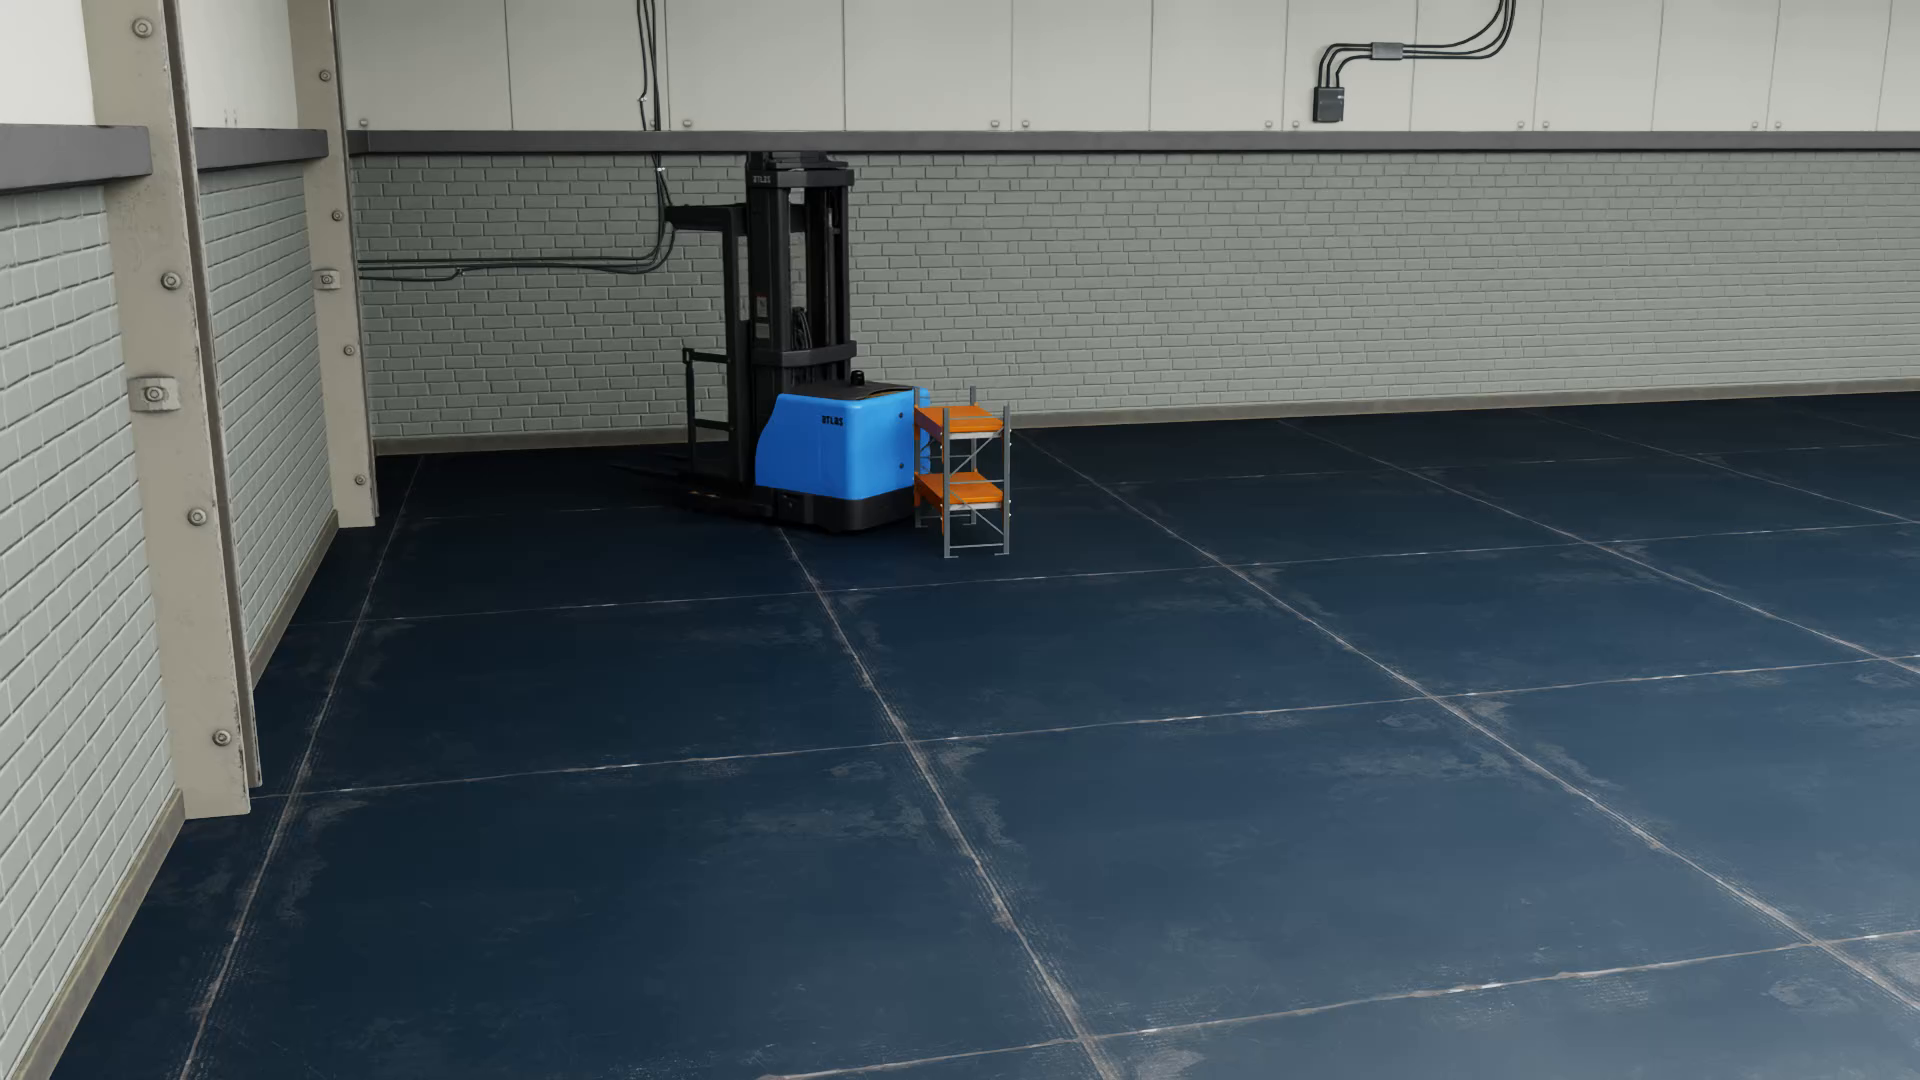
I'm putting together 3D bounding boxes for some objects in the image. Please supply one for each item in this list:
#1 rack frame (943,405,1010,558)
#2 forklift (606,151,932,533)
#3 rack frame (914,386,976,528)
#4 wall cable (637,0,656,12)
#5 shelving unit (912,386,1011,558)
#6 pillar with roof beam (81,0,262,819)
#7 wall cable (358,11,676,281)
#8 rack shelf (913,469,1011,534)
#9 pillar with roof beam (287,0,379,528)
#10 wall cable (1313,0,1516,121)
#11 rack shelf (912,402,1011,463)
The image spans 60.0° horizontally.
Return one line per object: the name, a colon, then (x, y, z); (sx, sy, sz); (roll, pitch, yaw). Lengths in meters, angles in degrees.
rack frame: (0.121, -0.428, 12.307); (0.500, 1.125, 0.032); (-3, 14, -13)
forklift: (-1.717, -1.730, 13.831); (3.031, 2.935, 1.130); (10, 17, 35)
rack frame: (-0.118, -0.662, 13.267); (0.500, 1.125, 0.032); (-3, 14, -13)
wall cable: (-1.687, -6.370, 15.943); (3.097, 2.526, 0.112); (-3, 14, -13)
shelving unit: (0.002, -0.545, 12.787); (0.538, 1.125, 1.048); (-3, 14, -13)
pillar with roof beam: (0.684, -3.377, 7.789); (9.100, 9.000, 0.400); (-3, 14, -13)
wall cable: (-4.316, -3.766, 15.925); (3.097, 2.526, 0.112); (-3, 14, -13)
rack shelf: (0.002, -0.307, 12.845); (0.538, 0.278, 1.000); (-3, 14, -13)
pillar with roof beam: (-0.725, -4.761, 13.455); (9.100, 9.000, 0.400); (-3, 14, -13)
wall cable: (4.915, -7.452, 17.304); (2.305, 6.003, 0.169); (-3, 14, -13)
rack shelf: (0.002, -0.829, 12.718); (0.538, 0.278, 1.000); (-3, 14, -13)
